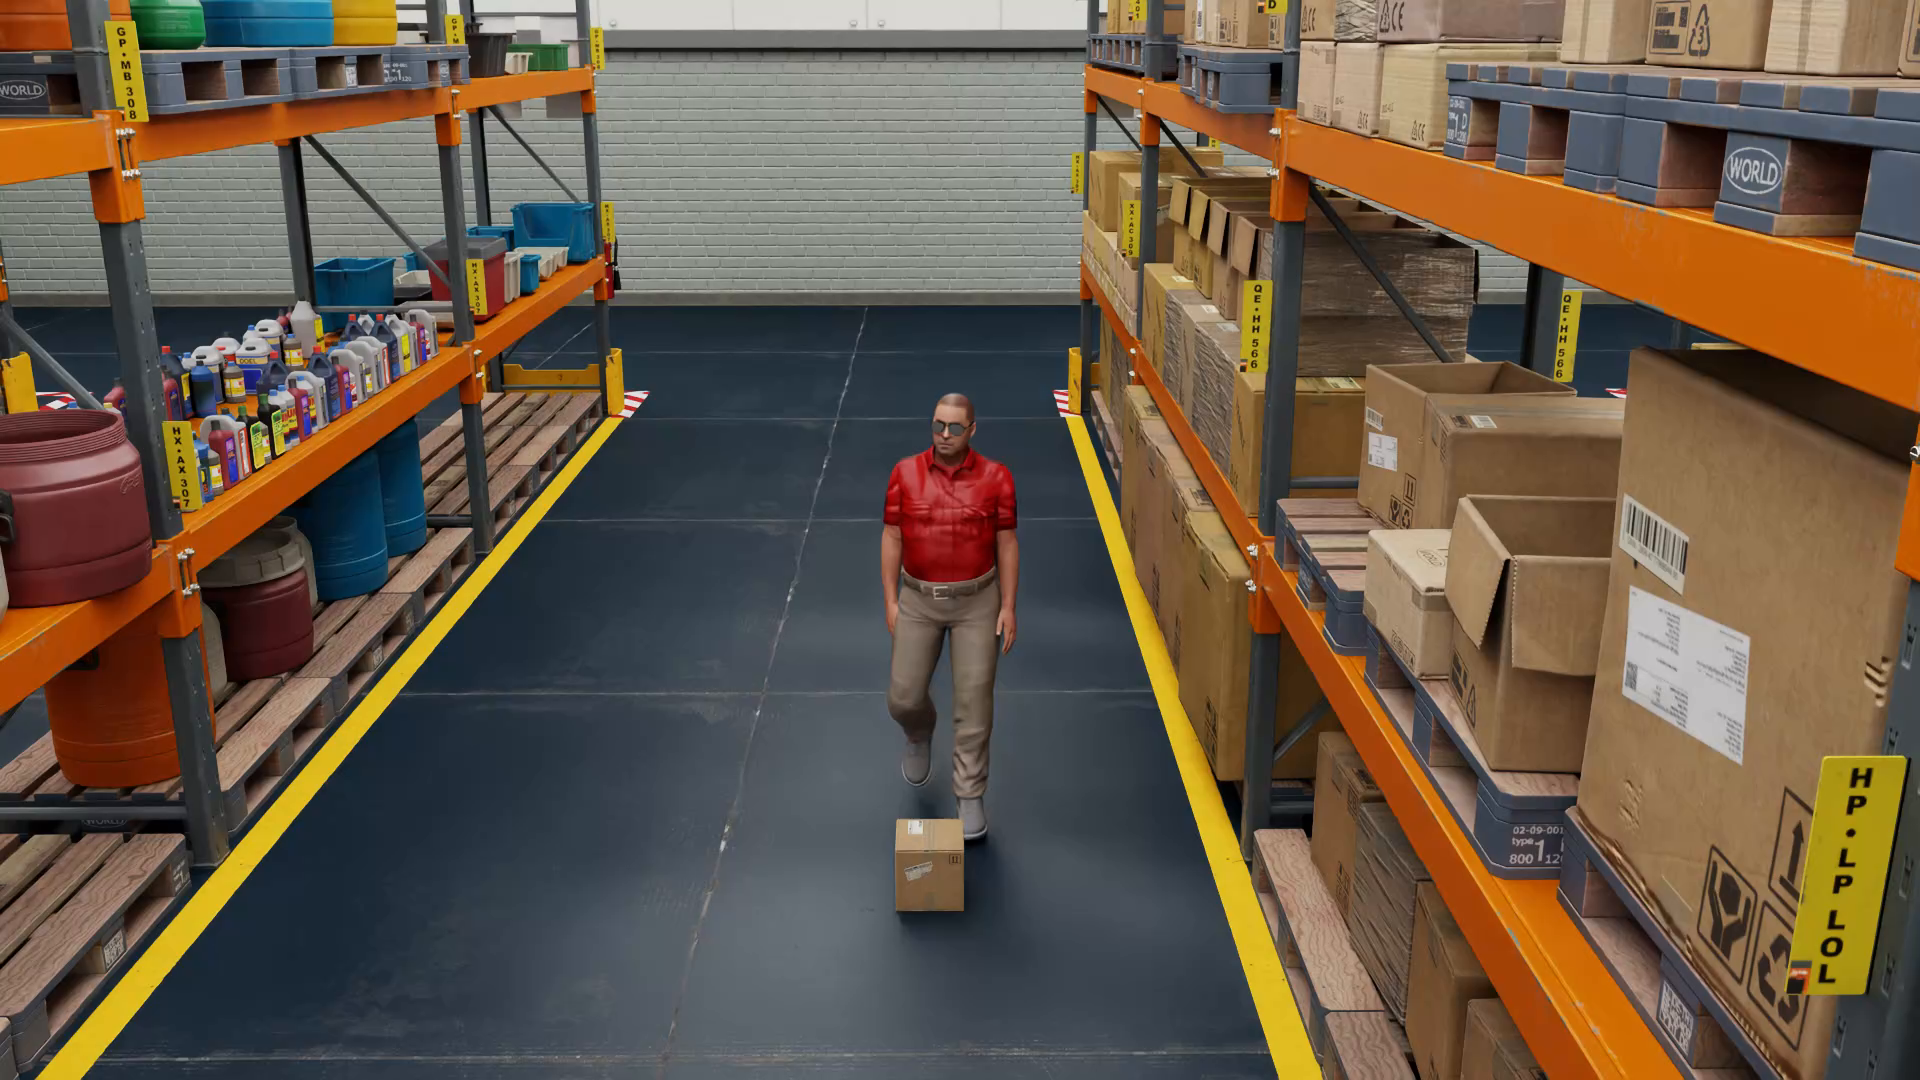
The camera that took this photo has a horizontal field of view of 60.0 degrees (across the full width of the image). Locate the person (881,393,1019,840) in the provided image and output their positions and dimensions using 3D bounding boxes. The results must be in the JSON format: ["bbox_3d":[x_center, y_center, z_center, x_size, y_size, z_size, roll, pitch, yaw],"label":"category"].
[{"bbox_3d":[-0.046,0.274,6.644,0.556,1.711,0.695,1,17,3],"label":"person"}]
